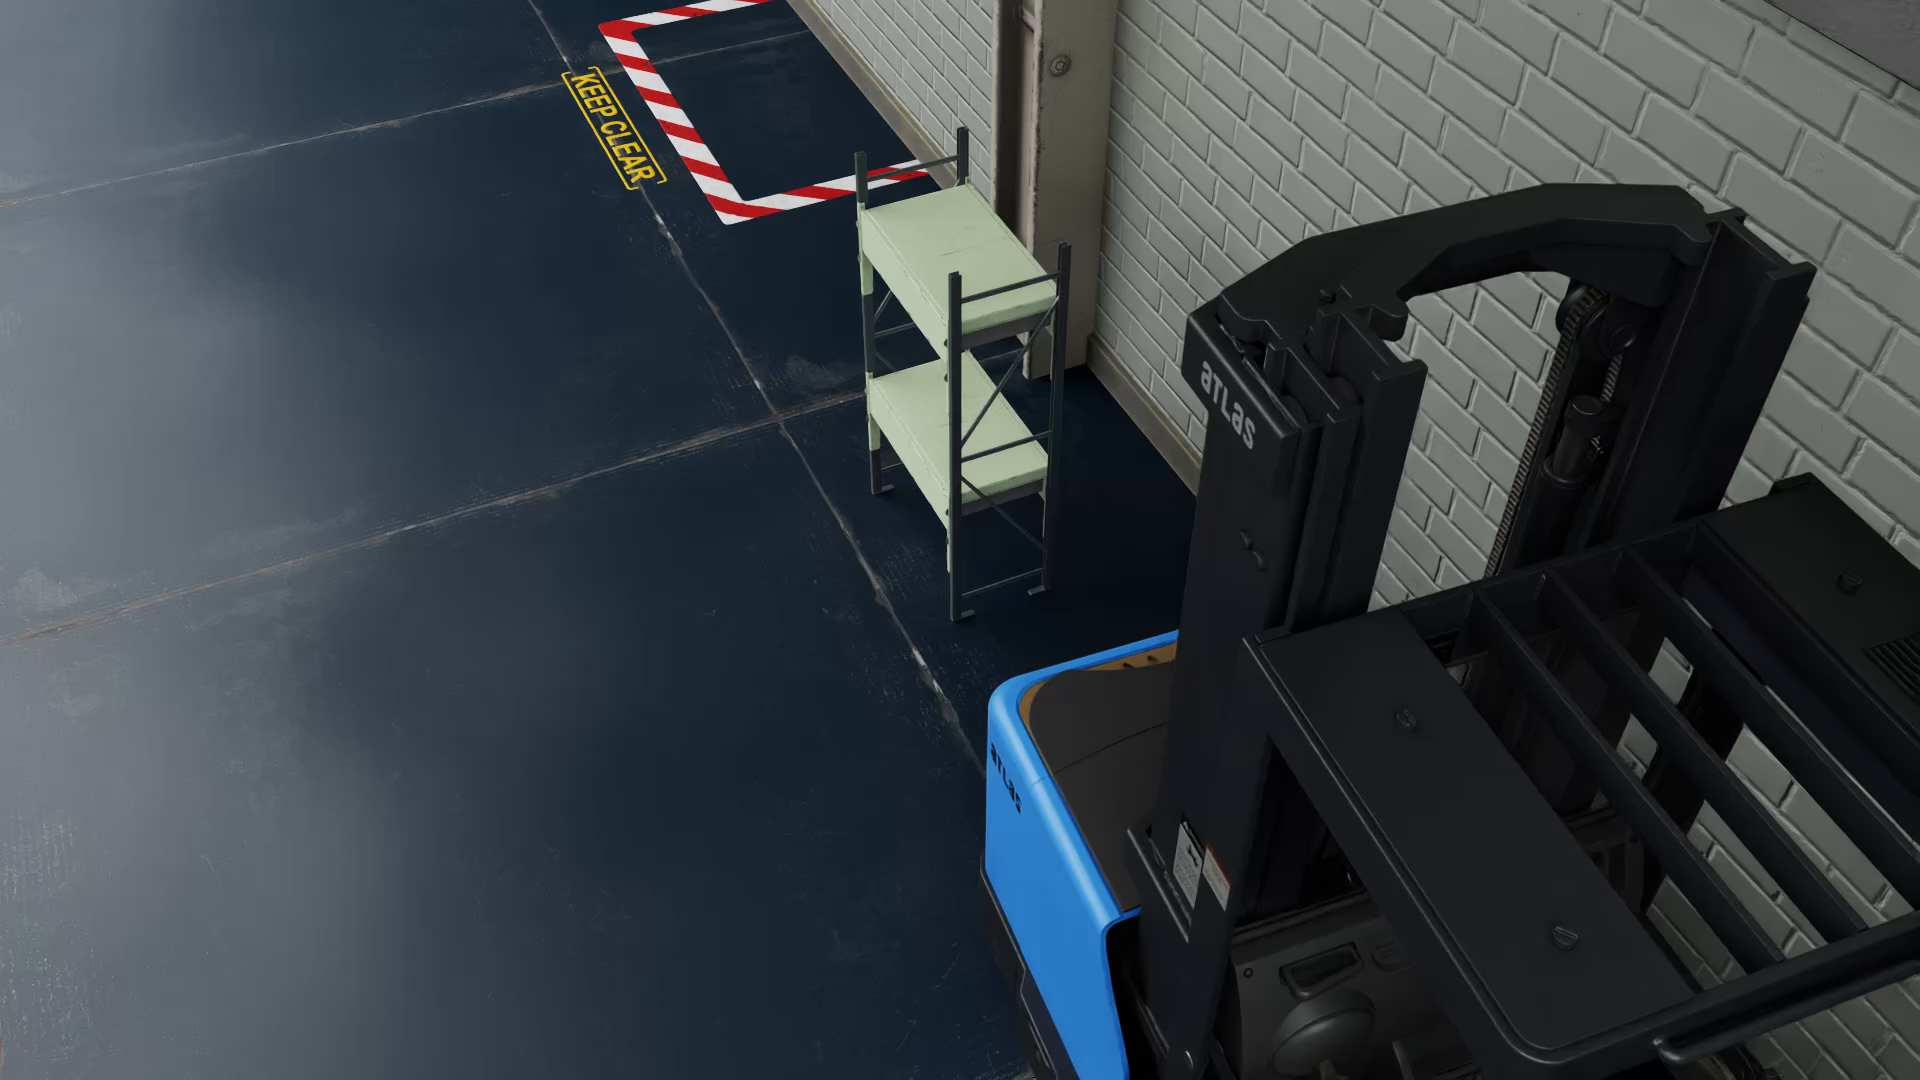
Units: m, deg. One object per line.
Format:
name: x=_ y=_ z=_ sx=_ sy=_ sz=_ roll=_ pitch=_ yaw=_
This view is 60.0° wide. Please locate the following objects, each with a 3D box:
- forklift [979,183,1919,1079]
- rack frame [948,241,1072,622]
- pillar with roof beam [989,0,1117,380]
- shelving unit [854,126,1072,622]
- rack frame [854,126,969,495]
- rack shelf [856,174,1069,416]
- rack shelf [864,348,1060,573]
forklift: x=1.048 y=0.948 z=3.202 sx=1.130 sy=2.935 sz=3.031 roll=-15 pitch=46 yaw=-14
rack frame: x=0.151 y=-0.305 z=5.491 sx=0.400 sy=1.500 sz=0.023 roll=-18 pitch=47 yaw=-17
pillar with roof beam: x=-3.567 y=-2.769 z=2.649 sx=9.100 sy=9.000 sz=0.400 roll=-18 pitch=47 yaw=-17
shelving unit: x=-0.003 y=-0.538 z=5.728 sx=0.431 sy=1.500 sz=0.755 roll=-18 pitch=47 yaw=-17
rack frame: x=-0.157 y=-0.771 z=5.964 sx=0.400 sy=1.500 sz=0.023 roll=-18 pitch=47 yaw=-17
rack shelf: x=-0.003 y=-0.816 z=5.453 sx=0.431 sy=0.370 sz=0.720 roll=-18 pitch=47 yaw=-17
rack shelf: x=-0.003 y=-0.306 z=5.957 sx=0.431 sy=0.370 sz=0.720 roll=-18 pitch=47 yaw=-17
